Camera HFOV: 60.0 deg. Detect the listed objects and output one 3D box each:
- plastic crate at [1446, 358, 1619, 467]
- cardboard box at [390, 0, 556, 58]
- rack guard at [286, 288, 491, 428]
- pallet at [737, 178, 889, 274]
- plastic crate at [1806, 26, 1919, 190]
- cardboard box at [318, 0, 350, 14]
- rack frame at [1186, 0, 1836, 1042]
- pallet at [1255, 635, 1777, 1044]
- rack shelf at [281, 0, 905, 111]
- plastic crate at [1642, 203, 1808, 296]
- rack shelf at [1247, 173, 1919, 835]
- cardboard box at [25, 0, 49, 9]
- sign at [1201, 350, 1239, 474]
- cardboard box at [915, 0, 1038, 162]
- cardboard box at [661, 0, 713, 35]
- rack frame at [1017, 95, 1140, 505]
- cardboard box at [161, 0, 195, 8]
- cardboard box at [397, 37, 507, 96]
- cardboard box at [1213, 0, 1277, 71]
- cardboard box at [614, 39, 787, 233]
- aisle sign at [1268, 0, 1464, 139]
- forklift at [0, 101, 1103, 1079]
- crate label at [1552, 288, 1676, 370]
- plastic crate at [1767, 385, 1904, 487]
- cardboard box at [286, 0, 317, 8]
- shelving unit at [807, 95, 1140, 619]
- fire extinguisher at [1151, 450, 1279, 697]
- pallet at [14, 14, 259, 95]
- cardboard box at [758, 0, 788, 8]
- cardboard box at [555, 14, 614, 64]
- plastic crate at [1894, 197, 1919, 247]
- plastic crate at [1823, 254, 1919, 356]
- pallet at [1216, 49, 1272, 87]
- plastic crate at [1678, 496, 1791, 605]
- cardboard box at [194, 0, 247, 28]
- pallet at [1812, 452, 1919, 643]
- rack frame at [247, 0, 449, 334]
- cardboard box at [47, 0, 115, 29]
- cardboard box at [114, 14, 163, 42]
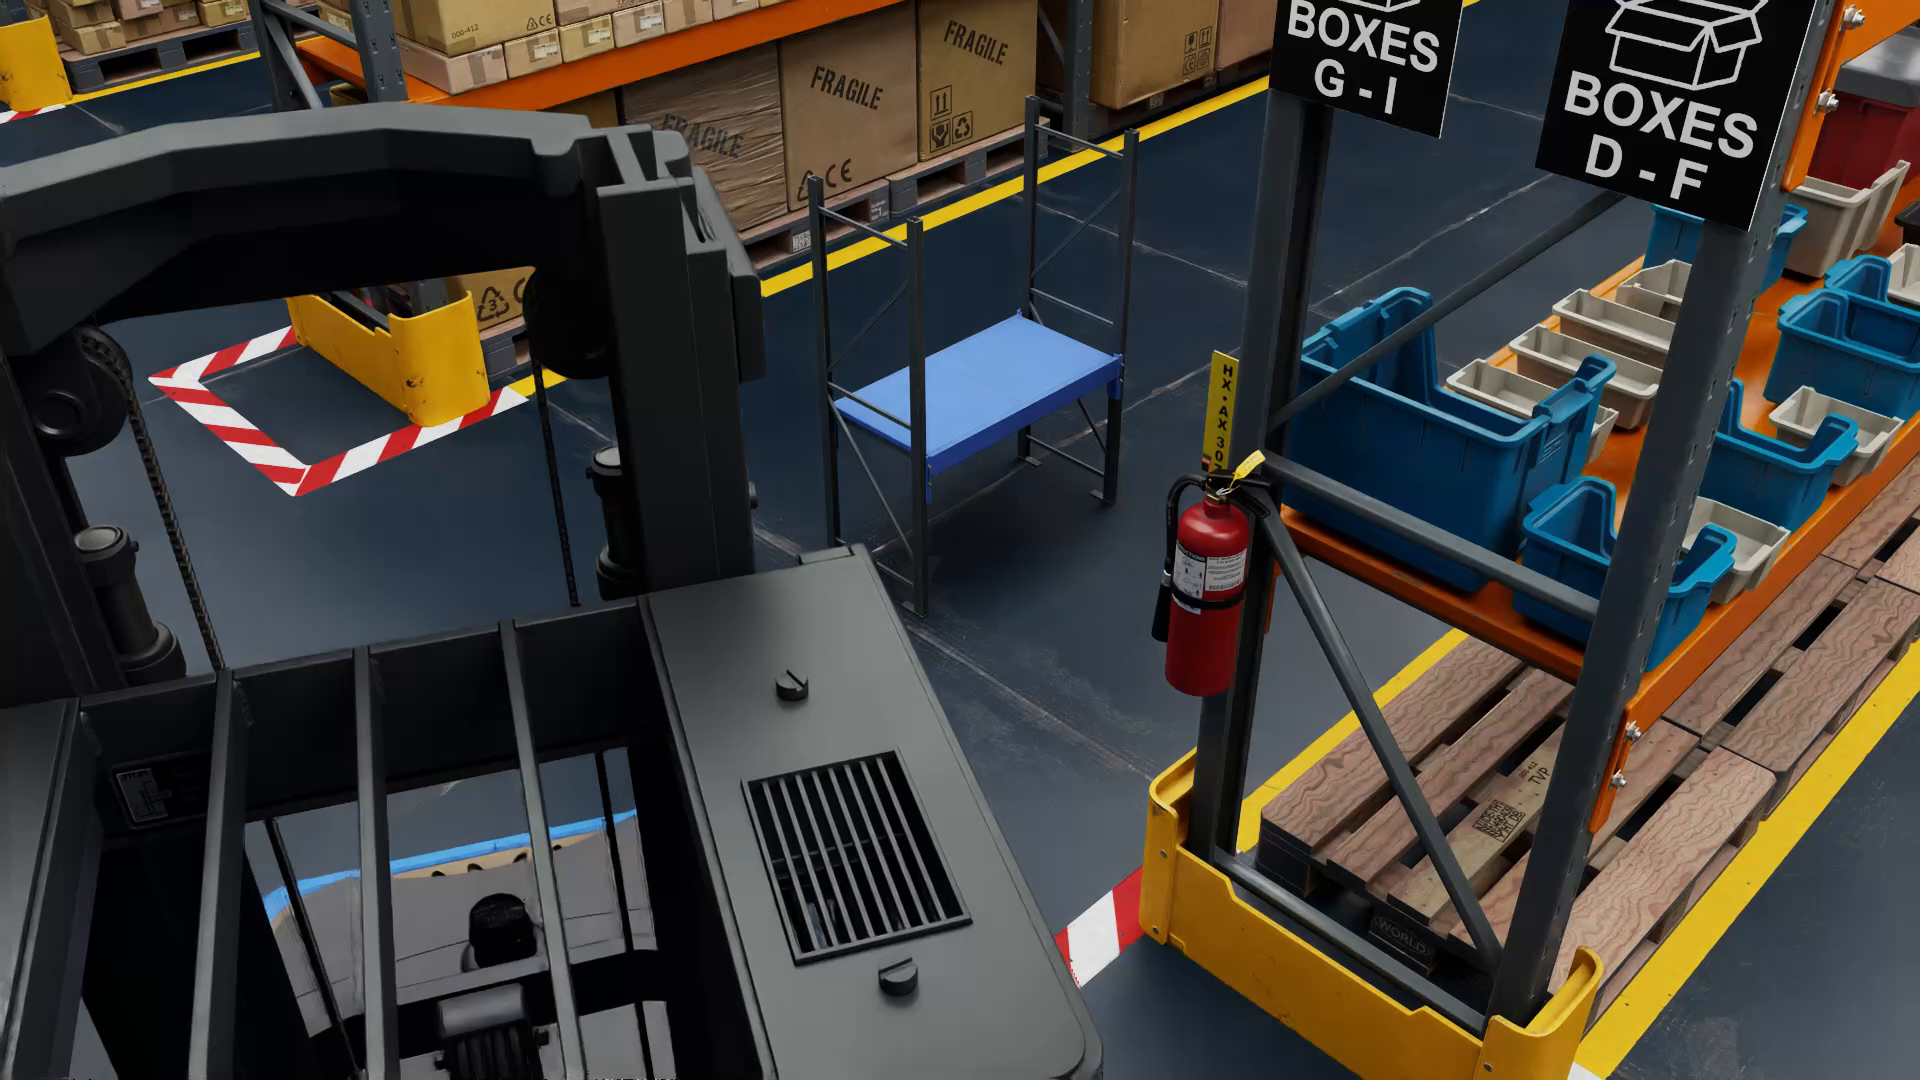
[{"bbox_3d":[1.466,-0.322,4.267,0.396,0.136,0.243,30,45,35],"label":"plastic crate"},{"bbox_3d":[-1.965,-2.144,6.573,0.500,0.250,0.500,28,44,34],"label":"cardboard box"},{"bbox_3d":[-2.511,-0.962,7.193,1.175,0.500,0.348,30,45,35],"label":"rack guard"},{"bbox_3d":[-1.127,-1.703,8.507,1.003,0.211,1.213,30,45,35],"label":"pallet"},{"bbox_3d":[3.032,-1.415,5.548,0.402,0.464,0.583,30,45,35],"label":"plastic crate"},{"bbox_3d":[-2.341,-2.362,6.885,0.500,0.250,0.500,29,44,35],"label":"cardboard box"},{"bbox_3d":[1.020,-0.001,3.630,1.000,3.000,0.127,30,45,35],"label":"rack frame"},{"bbox_3d":[1.629,0.823,4.885,1.003,0.211,1.213,30,45,35],"label":"pallet"},{"bbox_3d":[-1.085,-2.514,7.862,1.077,0.370,4.000,30,45,35],"label":"rack shelf"},{"bbox_3d":[2.285,-0.894,5.004,0.416,0.233,0.300,30,45,35],"label":"plastic crate"},{"bbox_3d":[2.429,-0.518,5.000,1.077,0.370,4.000,30,45,35],"label":"rack shelf"},{"bbox_3d":[-5.774,-3.492,10.500,0.380,0.149,0.250,28,44,34],"label":"cardboard box"},{"bbox_3d":[0.619,-0.283,3.891,0.100,0.325,0.005,30,45,35],"label":"sign"},{"bbox_3d":[-0.198,-2.686,8.970,0.875,0.875,0.875,30,45,35],"label":"cardboard box"},{"bbox_3d":[-1.288,-2.323,7.179,0.380,0.149,0.250,29,44,34],"label":"cardboard box"},{"bbox_3d":[0.418,-0.856,6.167,0.500,1.500,0.032,30,45,35],"label":"rack frame"},{"bbox_3d":[-5.049,-3.495,10.504,0.250,0.149,0.380,-29,44,-35],"label":"cardboard box"},{"bbox_3d":[-2.010,-1.906,6.580,0.250,0.149,0.380,-29,44,-35],"label":"cardboard box"},{"bbox_3d":[1.389,-3.553,10.213,1.225,0.875,0.875,28,44,34],"label":"cardboard box"},{"bbox_3d":[-1.459,-1.960,7.928,0.875,0.875,0.875,30,45,35],"label":"cardboard box"},{"bbox_3d":[0.762,-1.156,3.013,0.394,0.787,0.004,30,45,35],"label":"aisle sign"},{"bbox_3d":[-0.530,1.104,2.104,1.130,2.935,3.031,-10,36,-14],"label":"forklift"},{"bbox_3d":[1.860,-0.556,4.604,0.396,0.136,0.243,30,45,35],"label":"crate label"},{"bbox_3d":[2.191,-0.257,4.175,0.250,0.136,0.298,30,45,35],"label":"plastic crate"},{"bbox_3d":[-4.443,-3.635,10.964,0.380,0.149,0.250,27,43,33],"label":"cardboard box"},{"bbox_3d":[0.060,-0.650,5.871,0.538,1.500,1.048,30,45,35],"label":"shelving unit"},{"bbox_3d":[0.592,0.061,3.933,0.296,0.674,0.183,30,45,35],"label":"fire extinguisher"},{"bbox_3d":[-5.292,-3.240,10.712,1.003,0.211,1.213,30,45,35],"label":"pallet"},{"bbox_3d":[-0.927,-2.531,7.476,0.380,0.149,0.250,28,44,34],"label":"cardboard box"},{"bbox_3d":[-1.650,-2.114,6.879,0.380,0.149,0.250,28,44,34],"label":"cardboard box"},{"bbox_3d":[3.241,-0.974,5.213,0.437,0.125,0.590,30,45,35],"label":"plastic crate"},{"bbox_3d":[2.567,-0.581,4.555,0.416,0.233,0.300,30,45,35],"label":"plastic crate"},{"bbox_3d":[1.674,-3.319,10.824,1.003,0.211,1.213,30,45,35],"label":"pallet"},{"bbox_3d":[1.713,0.018,3.780,0.250,0.136,0.298,30,45,35],"label":"plastic crate"},{"bbox_3d":[-4.792,-3.427,10.666,0.250,0.149,0.380,-29,44,-35],"label":"cardboard box"},{"bbox_3d":[3.348,-0.167,6.305,1.003,0.211,1.213,30,45,35],"label":"pallet"},{"bbox_3d":[-2.495,-1.998,6.492,1.000,3.000,0.127,30,45,35],"label":"rack frame"},{"bbox_3d":[-5.392,-3.272,10.184,0.250,0.149,0.380,-28,44,-34],"label":"cardboard box"},{"bbox_3d":[-5.221,-3.263,10.432,0.380,0.149,0.250,29,44,35],"label":"cardboard box"}]
